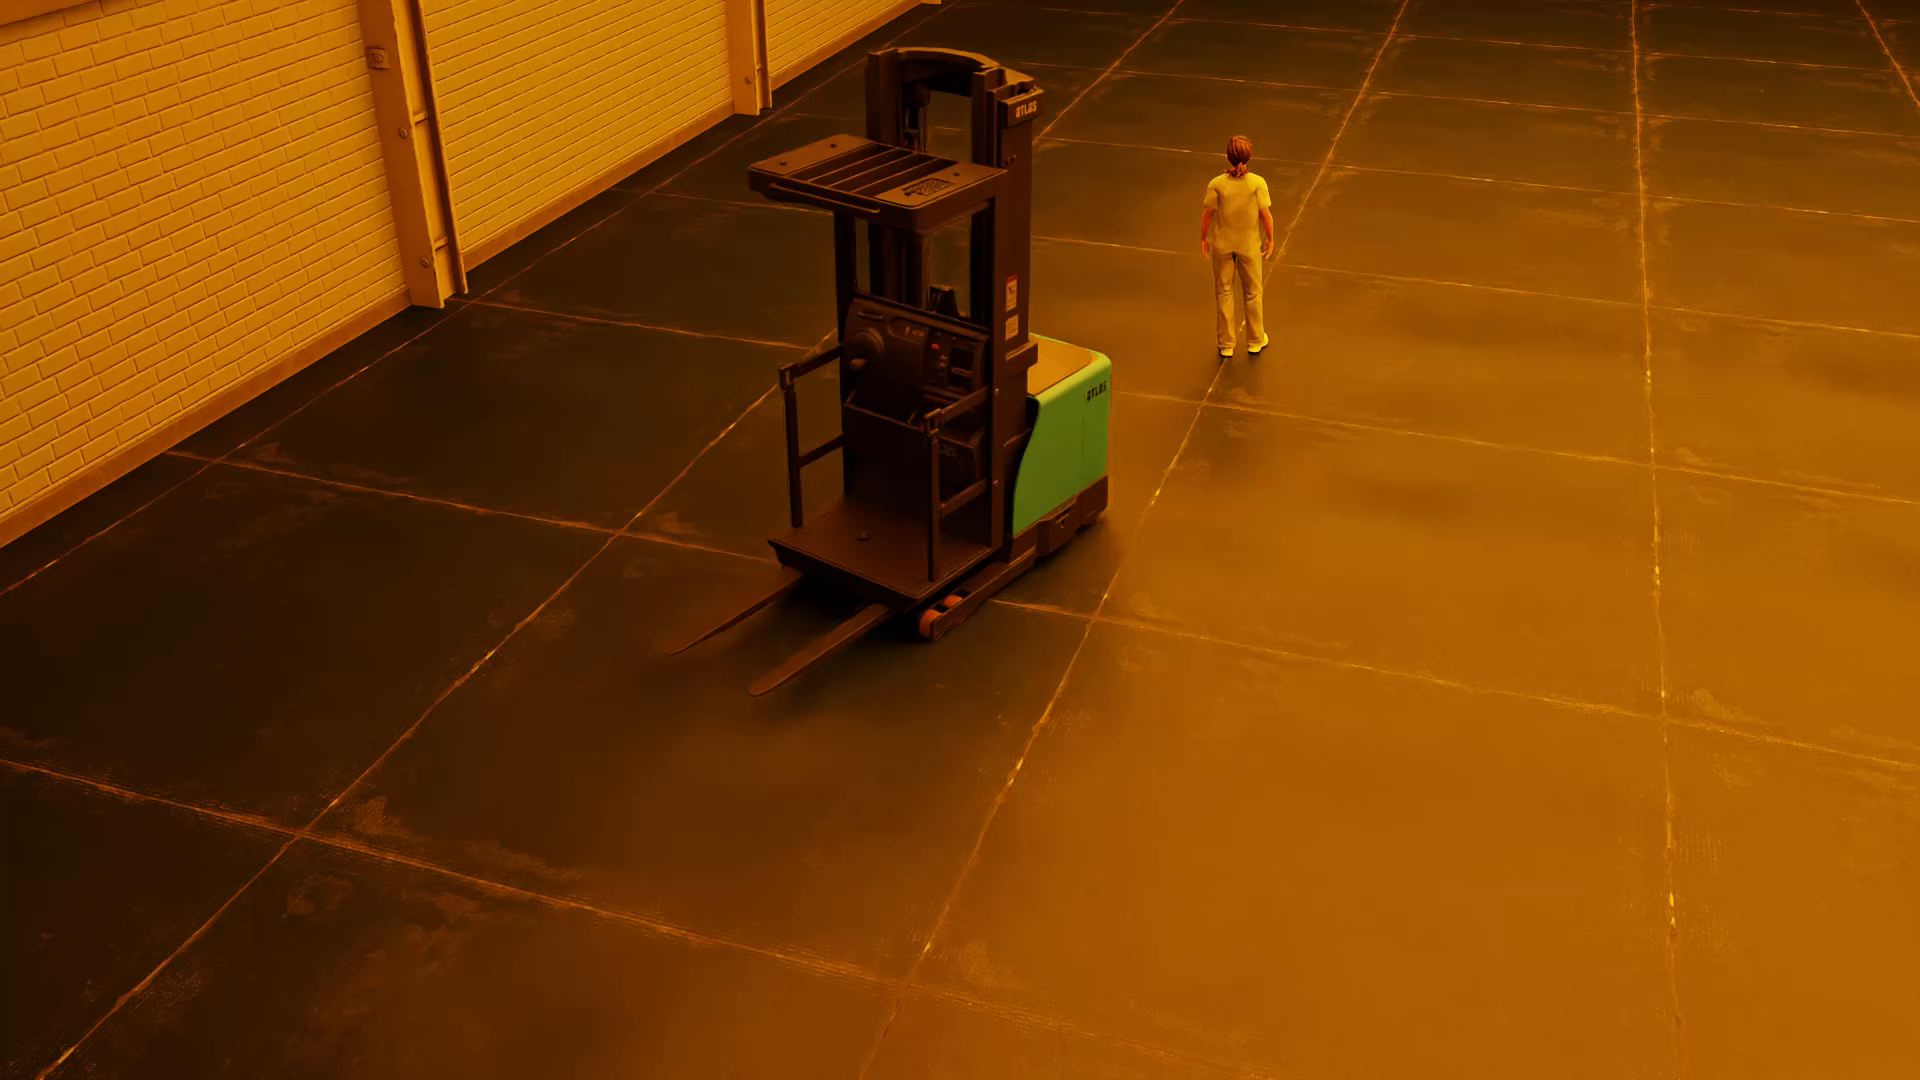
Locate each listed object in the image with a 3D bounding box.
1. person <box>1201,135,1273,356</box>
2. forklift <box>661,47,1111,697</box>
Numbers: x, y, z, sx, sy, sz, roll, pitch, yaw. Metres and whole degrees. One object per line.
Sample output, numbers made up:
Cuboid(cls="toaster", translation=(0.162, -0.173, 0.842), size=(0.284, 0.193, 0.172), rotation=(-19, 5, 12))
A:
Cuboid(cls="person", translation=(2.038, -2.165, 12.188), size=(0.549, 1.675, 0.549), rotation=(7, 30, 12))
Cuboid(cls="forklift", translation=(-0.377, -0.998, 8.887), size=(1.130, 2.935, 3.031), rotation=(21, 36, 32))
